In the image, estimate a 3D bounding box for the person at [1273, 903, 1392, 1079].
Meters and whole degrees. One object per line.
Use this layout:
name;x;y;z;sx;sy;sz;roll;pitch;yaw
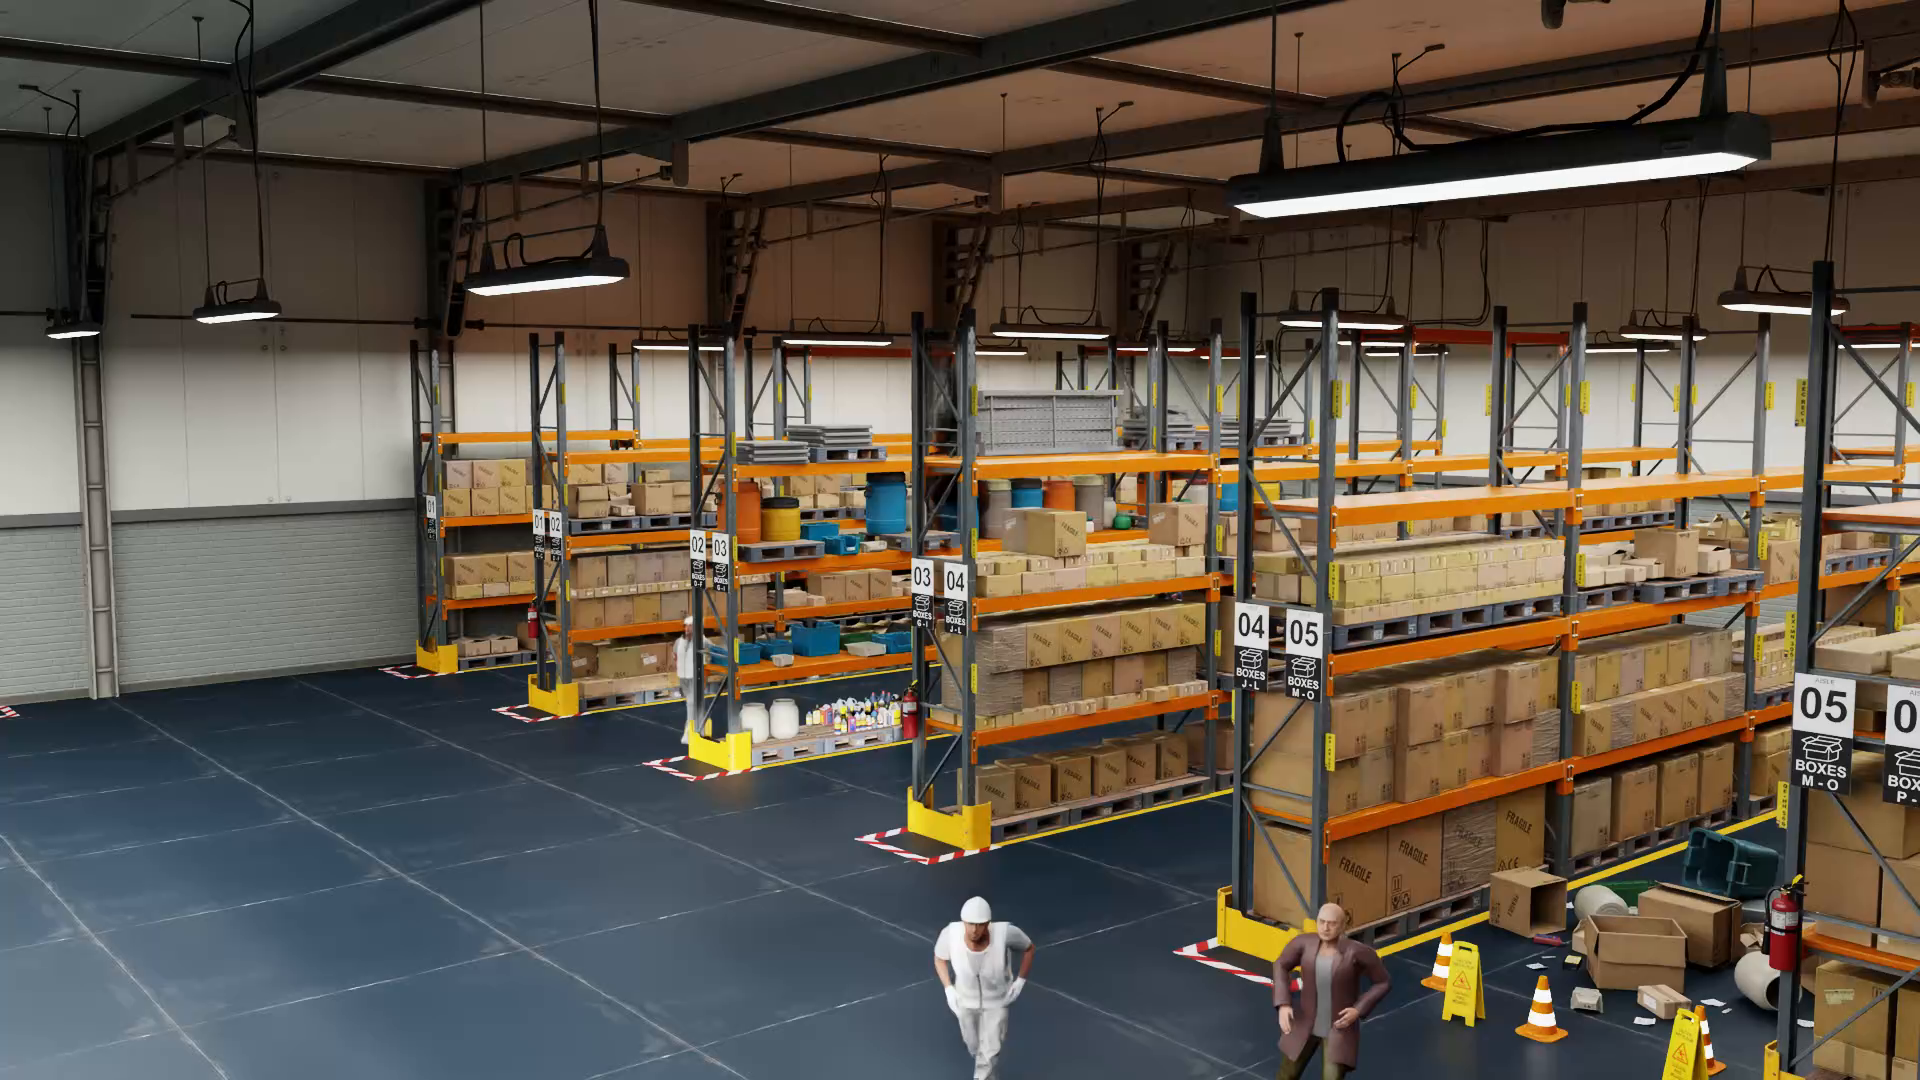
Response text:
person;2.422;3.288;11.178;0.922;1.782;0.790;3;6;25

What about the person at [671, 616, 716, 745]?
person;-3.928;2.015;24.340;0.649;1.811;0.845;2;6;24

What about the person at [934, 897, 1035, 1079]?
person;0.177;3.253;11.706;0.707;1.728;1.035;1;5;6
